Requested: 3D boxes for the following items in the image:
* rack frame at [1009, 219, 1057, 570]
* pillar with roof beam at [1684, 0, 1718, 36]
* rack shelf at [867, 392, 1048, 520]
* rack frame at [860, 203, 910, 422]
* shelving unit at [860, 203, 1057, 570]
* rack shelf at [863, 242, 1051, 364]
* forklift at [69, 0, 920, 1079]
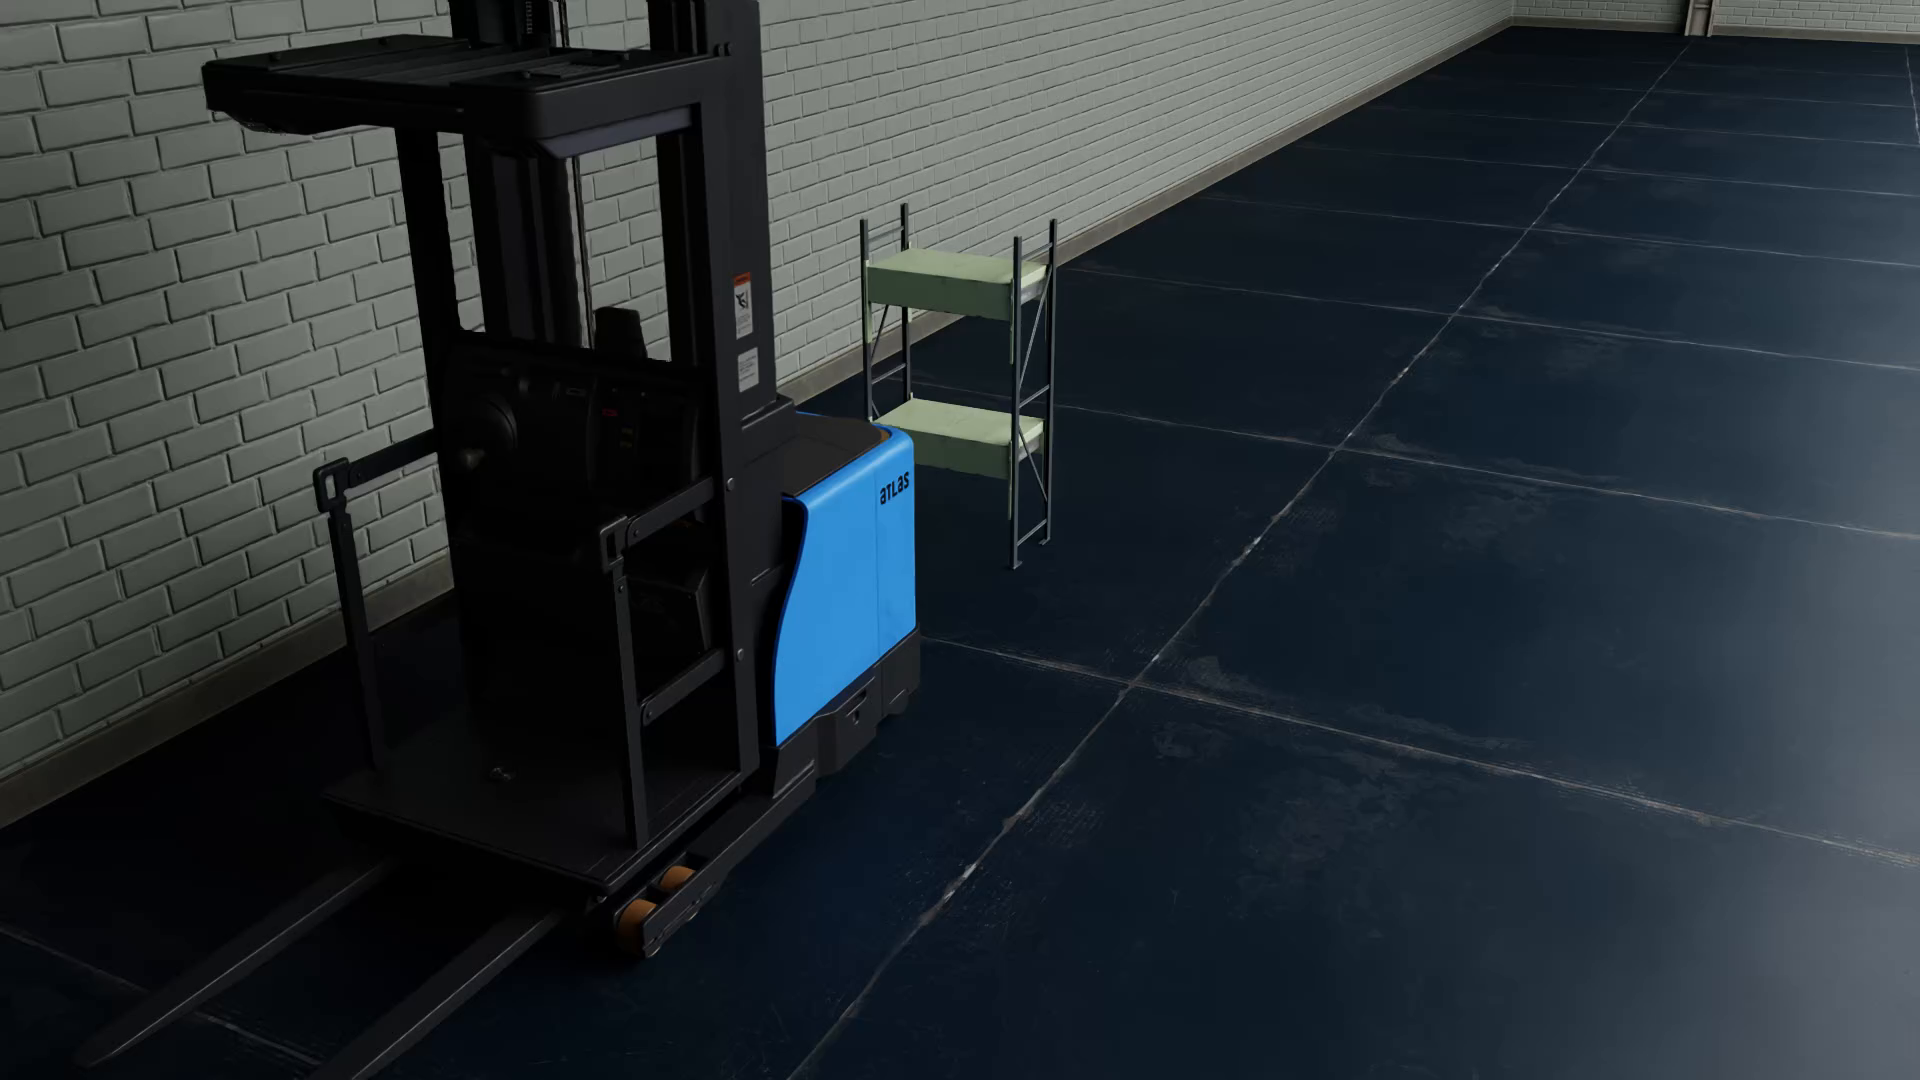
[{"bbox_3d":[0.321,-0.627,7.307,0.023,1.500,0.400,11,25,25],"label":"rack frame"},{"bbox_3d":[10.091,-10.875,21.823,0.400,9.000,9.100,11,25,25],"label":"pillar with roof beam"},{"bbox_3d":[-0.006,-0.391,7.587,0.720,0.370,0.431,11,25,25],"label":"rack shelf"},{"bbox_3d":[-0.333,-0.756,7.611,0.023,1.500,0.400,11,25,25],"label":"rack frame"},{"bbox_3d":[-0.006,-0.691,7.459,0.755,1.500,0.431,11,25,25],"label":"shelving unit"},{"bbox_3d":[-0.006,-1.050,7.307,0.720,0.370,0.431,11,25,25],"label":"rack shelf"},{"bbox_3d":[-1.252,-0.322,4.762,1.130,2.935,3.031,11,25,24],"label":"forklift"}]
